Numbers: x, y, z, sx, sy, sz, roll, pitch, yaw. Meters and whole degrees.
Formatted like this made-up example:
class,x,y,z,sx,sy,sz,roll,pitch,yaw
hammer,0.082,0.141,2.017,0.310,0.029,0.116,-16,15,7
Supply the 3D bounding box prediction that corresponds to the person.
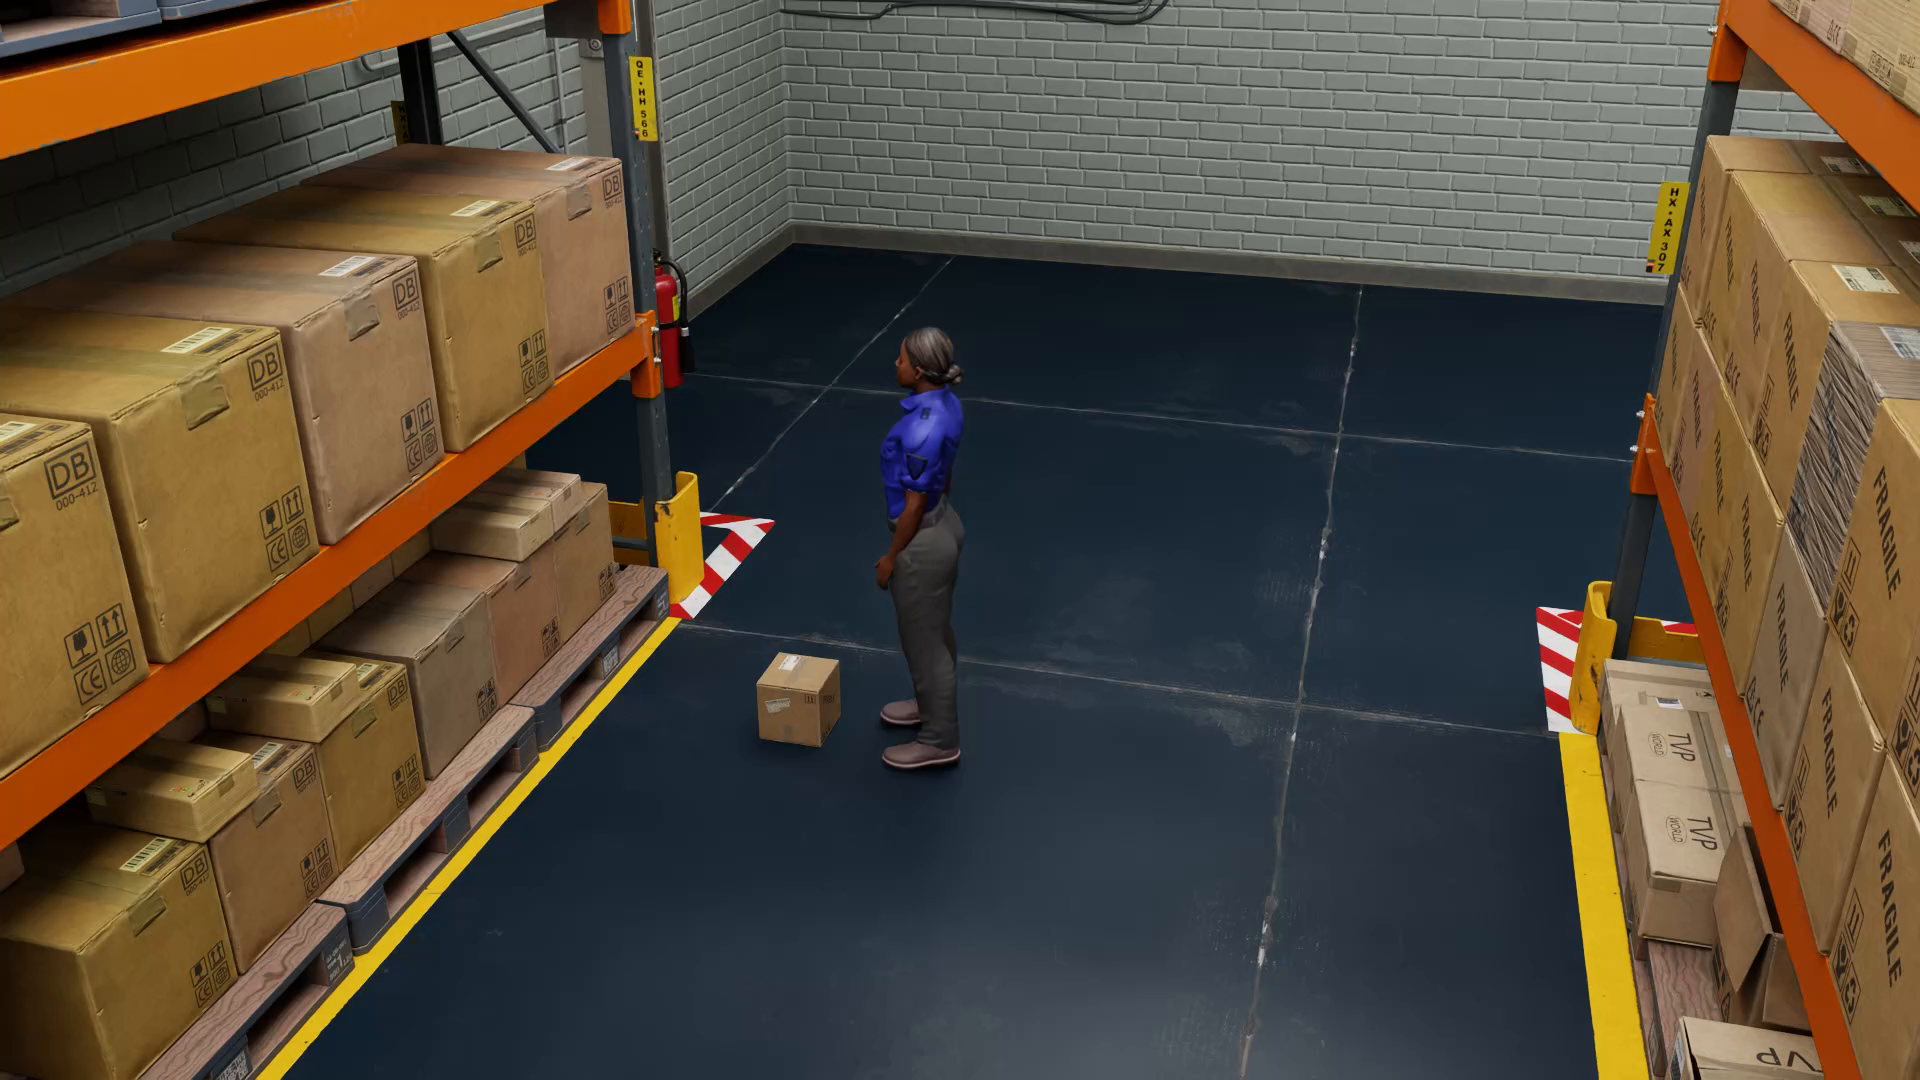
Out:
class,x,y,z,sx,sy,sz,roll,pitch,yaw
person,-0.155,0.022,6.039,0.360,1.663,0.440,4,26,9
